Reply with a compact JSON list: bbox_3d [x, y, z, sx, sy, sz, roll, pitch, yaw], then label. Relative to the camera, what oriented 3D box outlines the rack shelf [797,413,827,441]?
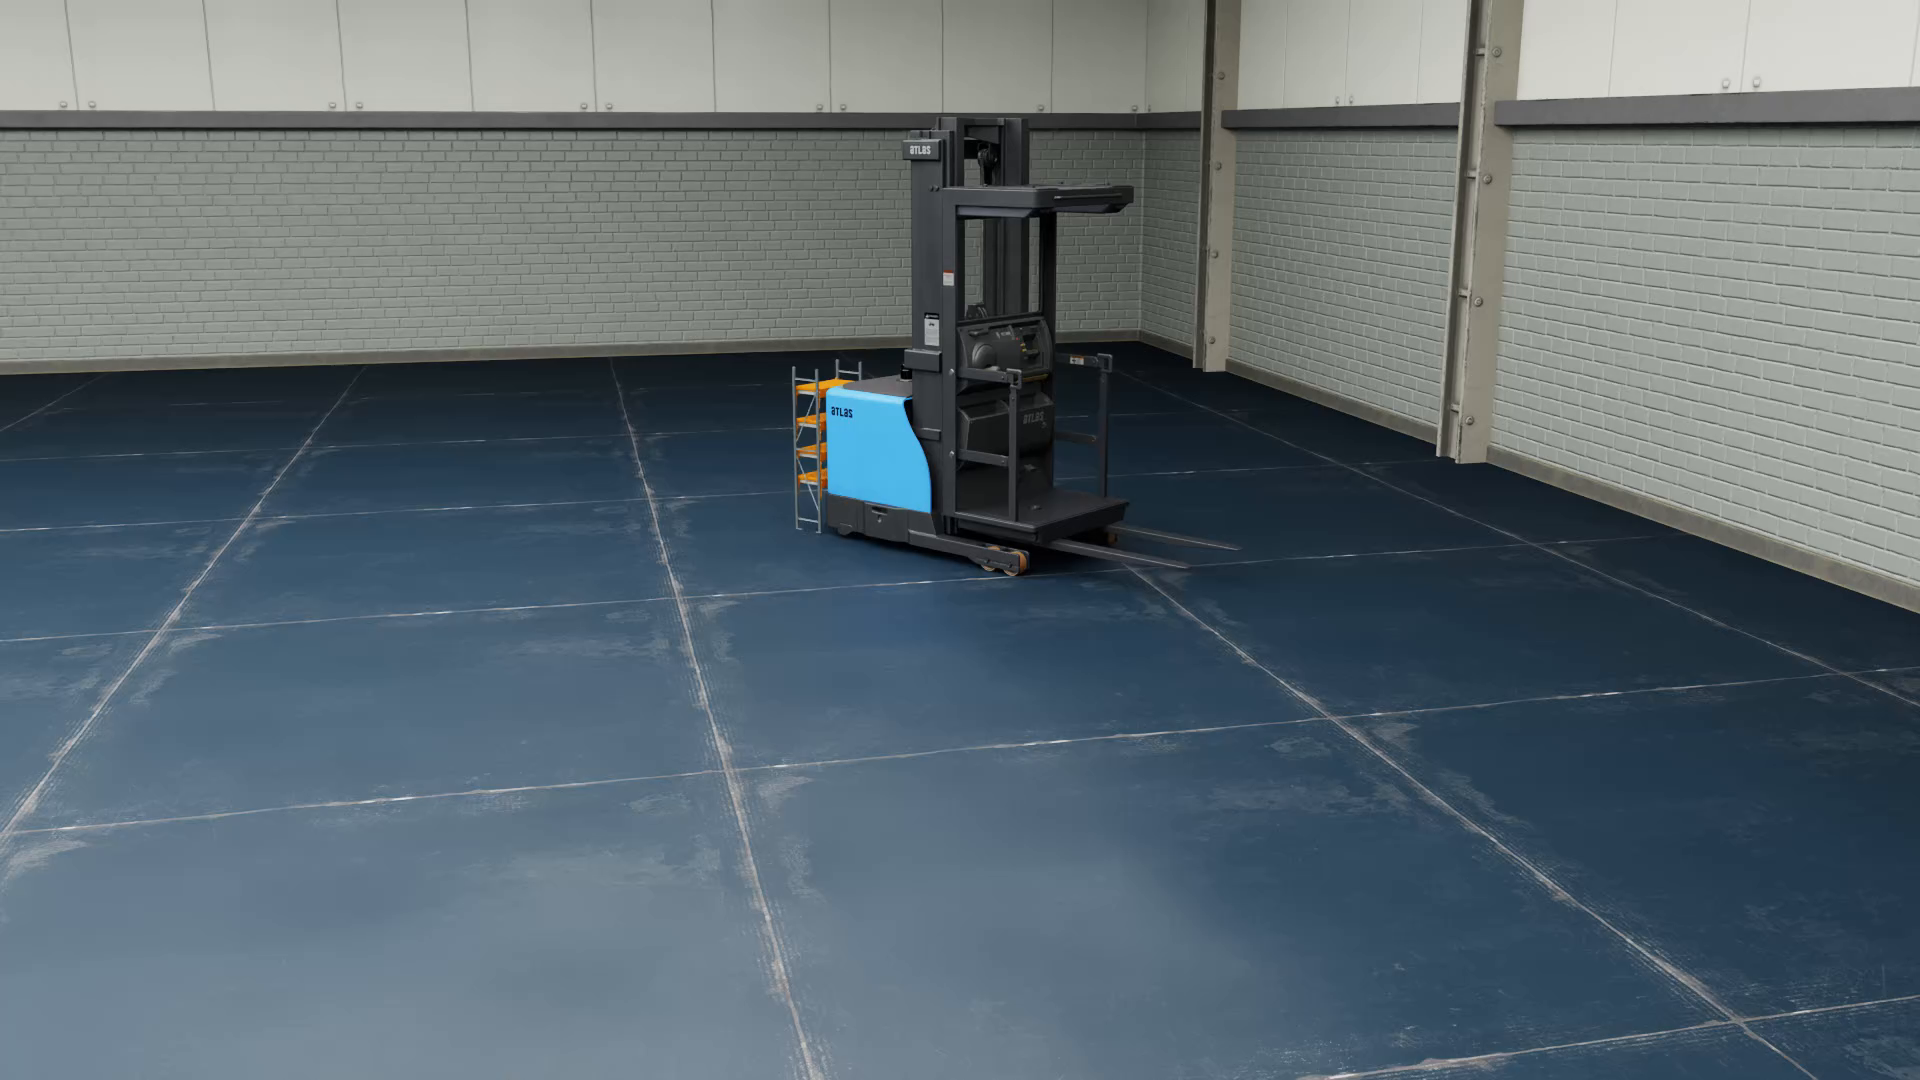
[{"bbox_3d":[-0.965,-0.846,12.202,0.258,0.148,0.480,10,17,35],"label":"rack shelf"}]

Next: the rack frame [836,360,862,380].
[{"bbox_3d":[-0.821,-0.741,12.431,0.240,1.200,0.015,10,17,35],"label":"rack frame"}]

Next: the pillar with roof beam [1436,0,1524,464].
[{"bbox_3d":[0.320,-4.861,12.861,9.100,9.000,0.400,-3,14,-13],"label":"pillar with roof beam"}]

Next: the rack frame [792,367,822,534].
[{"bbox_3d":[-1.108,-0.647,12.048,0.240,1.200,0.015,10,17,35],"label":"rack frame"}]

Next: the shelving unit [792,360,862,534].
[{"bbox_3d":[-0.965,-0.694,12.239,0.258,1.200,0.503,10,17,35],"label":"shelving unit"}]

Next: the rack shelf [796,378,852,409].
[{"bbox_3d":[-0.965,-1.076,12.146,0.258,0.148,0.480,10,17,35],"label":"rack shelf"}]

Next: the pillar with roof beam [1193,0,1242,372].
[{"bbox_3d":[-1.089,-6.245,18.527,9.100,9.000,0.400,-3,14,-13],"label":"pillar with roof beam"}]

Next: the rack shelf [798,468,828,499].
[{"bbox_3d":[-0.965,-0.436,12.303,0.258,0.148,0.480,10,17,35],"label":"rack shelf"}]

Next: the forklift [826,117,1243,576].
[{"bbox_3d":[0.472,-1.327,11.184,3.031,2.935,1.130,12,18,39],"label":"forklift"}]

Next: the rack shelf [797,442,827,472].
[{"bbox_3d":[-0.965,-0.629,12.255,0.258,0.148,0.480,10,17,35],"label":"rack shelf"}]
